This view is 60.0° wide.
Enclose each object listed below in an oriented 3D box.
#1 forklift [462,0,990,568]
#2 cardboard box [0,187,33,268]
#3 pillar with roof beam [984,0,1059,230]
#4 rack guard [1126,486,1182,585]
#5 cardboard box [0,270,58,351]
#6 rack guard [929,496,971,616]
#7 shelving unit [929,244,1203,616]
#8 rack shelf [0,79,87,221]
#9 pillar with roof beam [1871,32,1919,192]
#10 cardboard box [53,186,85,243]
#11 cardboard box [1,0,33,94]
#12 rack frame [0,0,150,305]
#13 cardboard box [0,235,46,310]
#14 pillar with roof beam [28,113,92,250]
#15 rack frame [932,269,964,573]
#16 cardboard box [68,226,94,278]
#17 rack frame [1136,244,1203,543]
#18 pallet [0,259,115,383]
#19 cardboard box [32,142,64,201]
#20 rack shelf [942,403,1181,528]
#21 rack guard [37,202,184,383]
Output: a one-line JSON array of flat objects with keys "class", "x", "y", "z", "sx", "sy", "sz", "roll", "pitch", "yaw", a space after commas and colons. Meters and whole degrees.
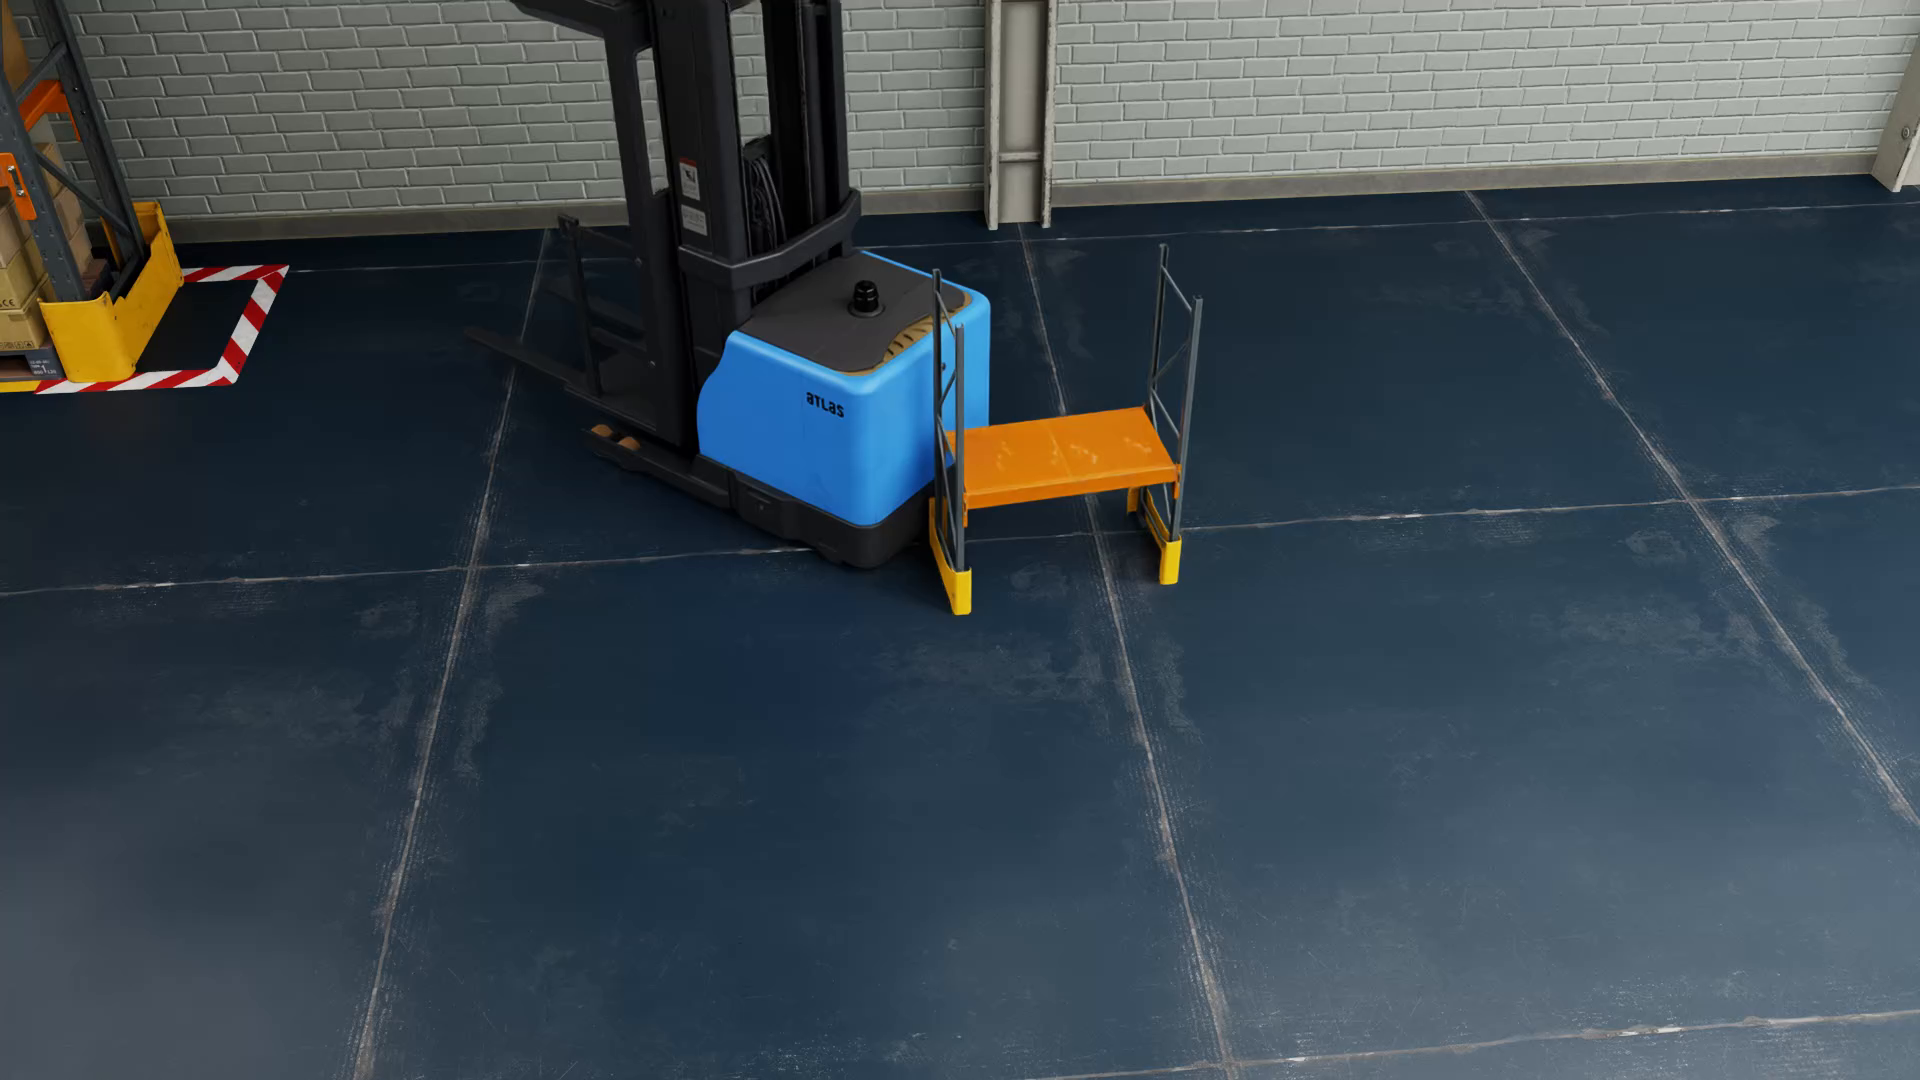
[{"class": "forklift", "x": -1.333, "y": -1.750, "z": 7.923, "sx": 3.031, "sy": 2.935, "sz": 1.130, "roll": 24, "pitch": 44, "yaw": 27}, {"class": "cardboard box", "x": -5.269, "y": -1.667, "z": 8.837, "sx": 0.500, "sy": 0.250, "sz": 0.500, "roll": -2, "pitch": 38, "yaw": -2}, {"class": "pillar with roof beam", "x": 0.746, "y": -2.953, "z": 4.550, "sx": 0.400, "sy": 9.000, "sz": 9.100, "roll": -3, "pitch": 38, "yaw": -4}, {"class": "rack guard", "x": 0.922, "y": -0.066, "z": 7.954, "sx": 0.087, "sy": 0.250, "sz": 0.587, "roll": -8, "pitch": 39, "yaw": -10}, {"class": "cardboard box", "x": -5.278, "y": -1.272, "z": 9.143, "sx": 0.500, "sy": 0.250, "sz": 0.500, "roll": -3, "pitch": 38, "yaw": -4}, {"class": "rack guard", "x": -0.049, "y": 0.069, "z": 7.783, "sx": 0.087, "sy": 0.250, "sz": 0.587, "roll": -8, "pitch": 39, "yaw": -10}, {"class": "shelving unit", "x": 0.437, "y": -0.489, "z": 7.481, "sx": 1.083, "sy": 1.500, "sz": 0.587, "roll": -8, "pitch": 39, "yaw": -10}, {"class": "rack shelf", "x": -6.830, "y": -2.015, "z": 8.785, "sx": 4.000, "sy": 0.370, "sz": 1.077, "roll": -3, "pitch": 38, "yaw": -4}, {"class": "pillar with roof beam", "x": 6.723, "y": -3.282, "z": 4.967, "sx": 0.400, "sy": 9.000, "sz": 9.100, "roll": -3, "pitch": 38, "yaw": -4}, {"class": "cardboard box", "x": -5.325, "y": -1.791, "z": 9.397, "sx": 0.500, "sy": 0.250, "sz": 0.500, "roll": -2, "pitch": 38, "yaw": -3}, {"class": "cardboard box", "x": -5.356, "y": -2.590, "z": 8.852, "sx": 0.500, "sy": 0.500, "sz": 0.500, "roll": -2, "pitch": 38, "yaw": -3}, {"class": "rack frame", "x": -4.838, "y": -2.407, "z": 8.701, "sx": 0.127, "sy": 3.000, "sz": 1.000, "roll": -3, "pitch": 38, "yaw": -4}, {"class": "cardboard box", "x": -5.295, "y": -1.469, "z": 8.989, "sx": 0.500, "sy": 0.250, "sz": 0.500, "roll": -4, "pitch": 38, "yaw": -5}, {"class": "pillar with roof beam", "x": -5.230, "y": -2.624, "z": 4.132, "sx": 0.400, "sy": 9.000, "sz": 9.100, "roll": -3, "pitch": 38, "yaw": -4}, {"class": "rack frame", "x": -0.051, "y": -0.422, "z": 7.396, "sx": 0.032, "sy": 1.500, "sz": 0.500, "roll": -8, "pitch": 39, "yaw": -10}, {"class": "cardboard box", "x": -5.345, "y": -1.586, "z": 9.541, "sx": 0.500, "sy": 0.250, "sz": 0.500, "roll": -3, "pitch": 38, "yaw": -4}, {"class": "rack frame", "x": 0.941, "y": -0.559, "z": 7.570, "sx": 0.032, "sy": 1.500, "sz": 0.500, "roll": -8, "pitch": 39, "yaw": -10}, {"class": "pallet", "x": -5.596, "y": -1.244, "z": 9.479, "sx": 1.213, "sy": 0.211, "sz": 1.003, "roll": -3, "pitch": 38, "yaw": -4}, {"class": "cardboard box", "x": -5.334, "y": -1.975, "z": 9.227, "sx": 0.500, "sy": 0.250, "sz": 0.500, "roll": -4, "pitch": 38, "yaw": -5}, {"class": "rack shelf", "x": 0.445, "y": -0.349, "z": 7.594, "sx": 1.000, "sy": 0.185, "sz": 0.538, "roll": -8, "pitch": 39, "yaw": -10}, {"class": "rack guard", "x": -4.814, "y": -1.427, "z": 9.477, "sx": 0.348, "sy": 0.500, "sz": 1.175, "roll": -3, "pitch": 38, "yaw": -4}]
